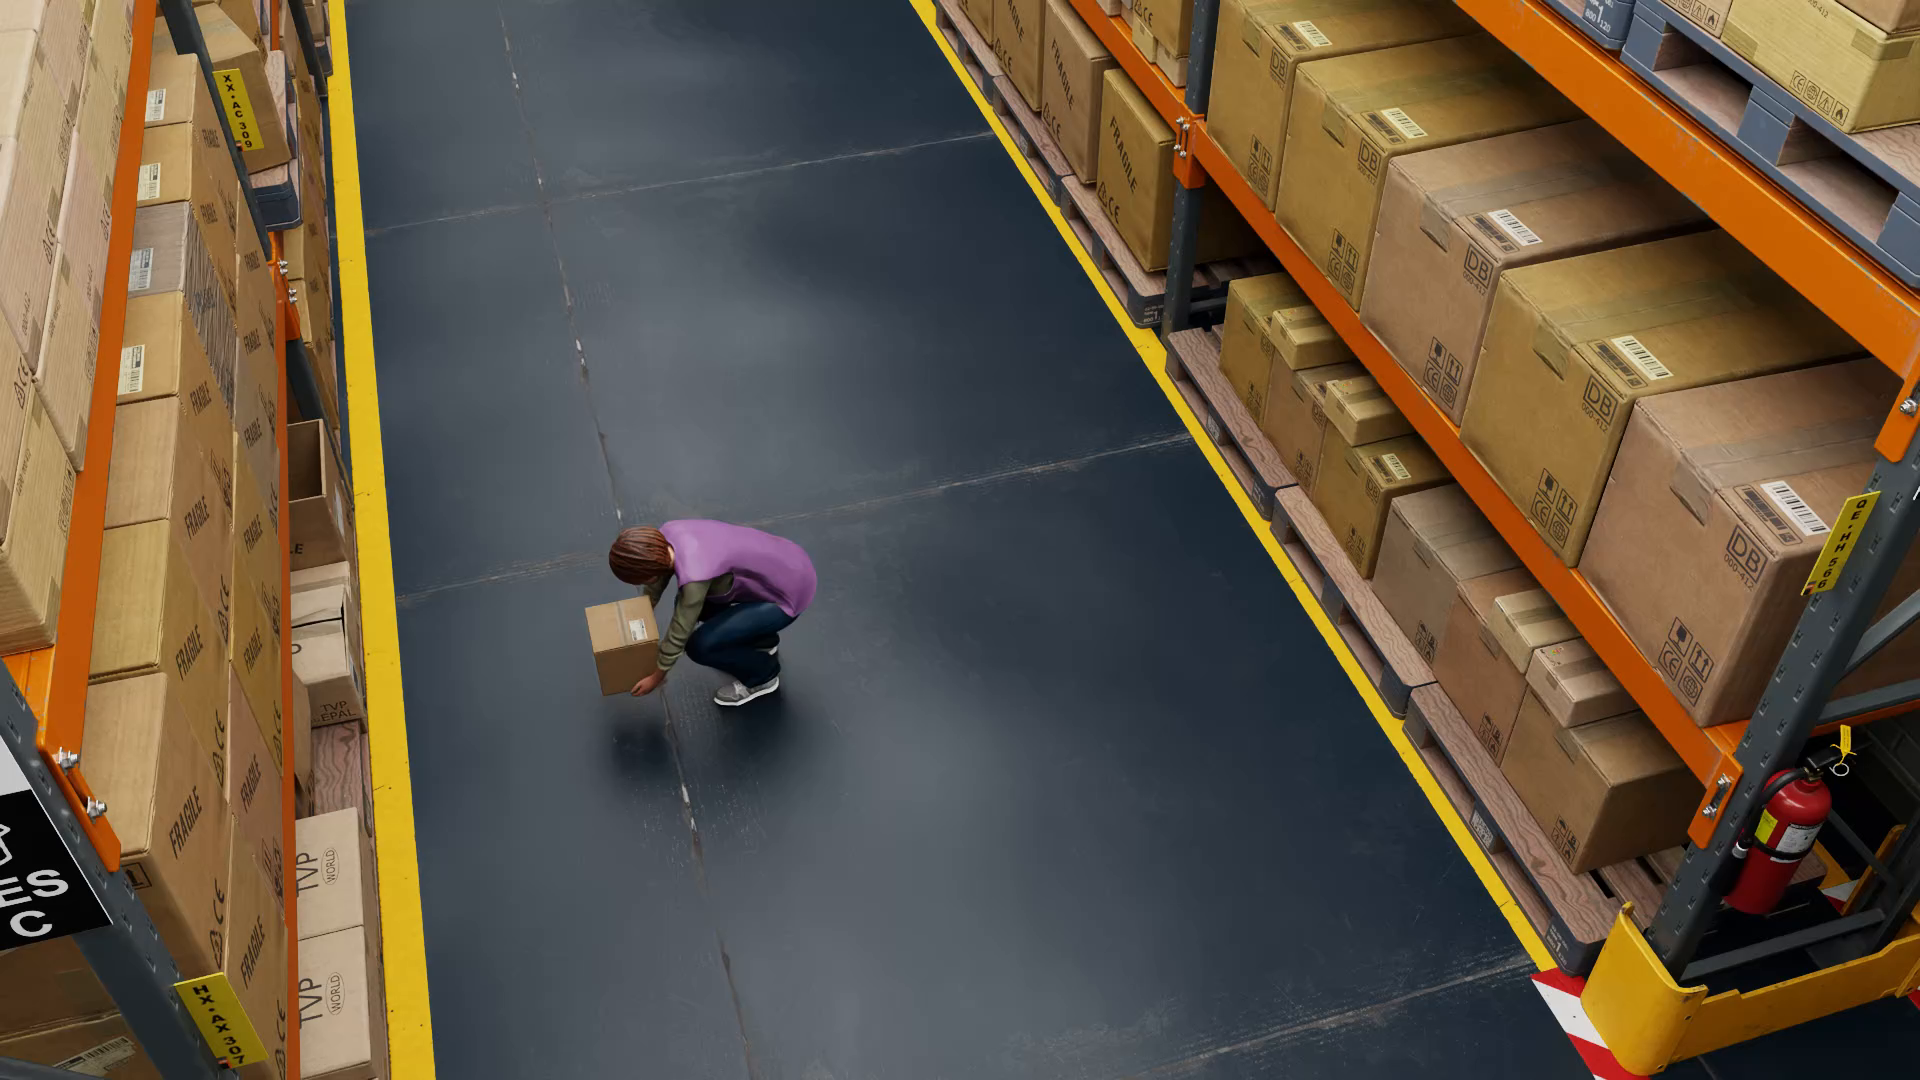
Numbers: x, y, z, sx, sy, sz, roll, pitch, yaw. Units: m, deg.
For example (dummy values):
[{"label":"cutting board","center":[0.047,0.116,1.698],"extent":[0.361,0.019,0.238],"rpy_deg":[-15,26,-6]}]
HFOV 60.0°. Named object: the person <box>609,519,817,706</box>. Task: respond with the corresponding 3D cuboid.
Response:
[{"label":"person","center":[-0.936,0.242,6.399],"extent":[0.797,0.931,0.449],"rpy_deg":[-12,44,-13]}]
